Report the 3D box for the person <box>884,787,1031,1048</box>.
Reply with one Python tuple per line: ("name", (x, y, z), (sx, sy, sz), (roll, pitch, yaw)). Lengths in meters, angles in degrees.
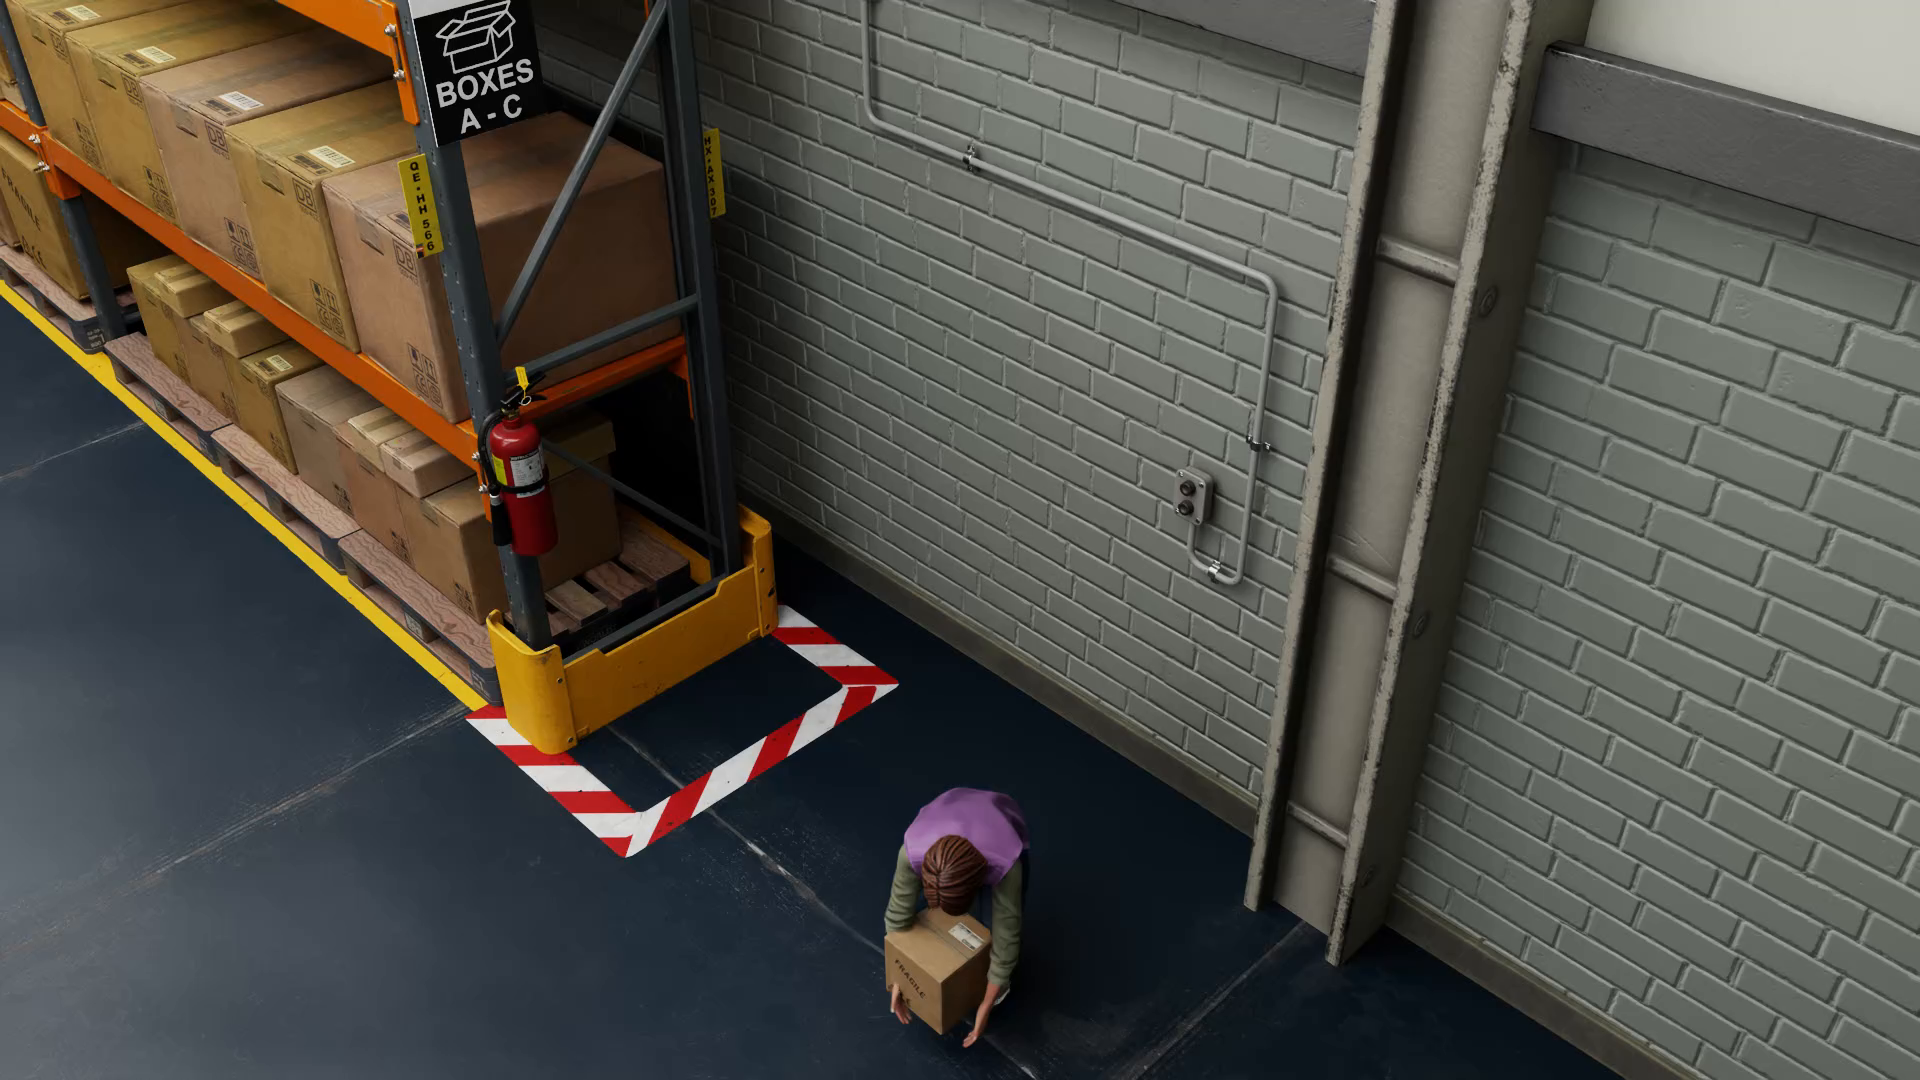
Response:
("person", (0.018, 1.134, 5.226), (0.446, 0.856, 0.762), (10, 37, 13))
